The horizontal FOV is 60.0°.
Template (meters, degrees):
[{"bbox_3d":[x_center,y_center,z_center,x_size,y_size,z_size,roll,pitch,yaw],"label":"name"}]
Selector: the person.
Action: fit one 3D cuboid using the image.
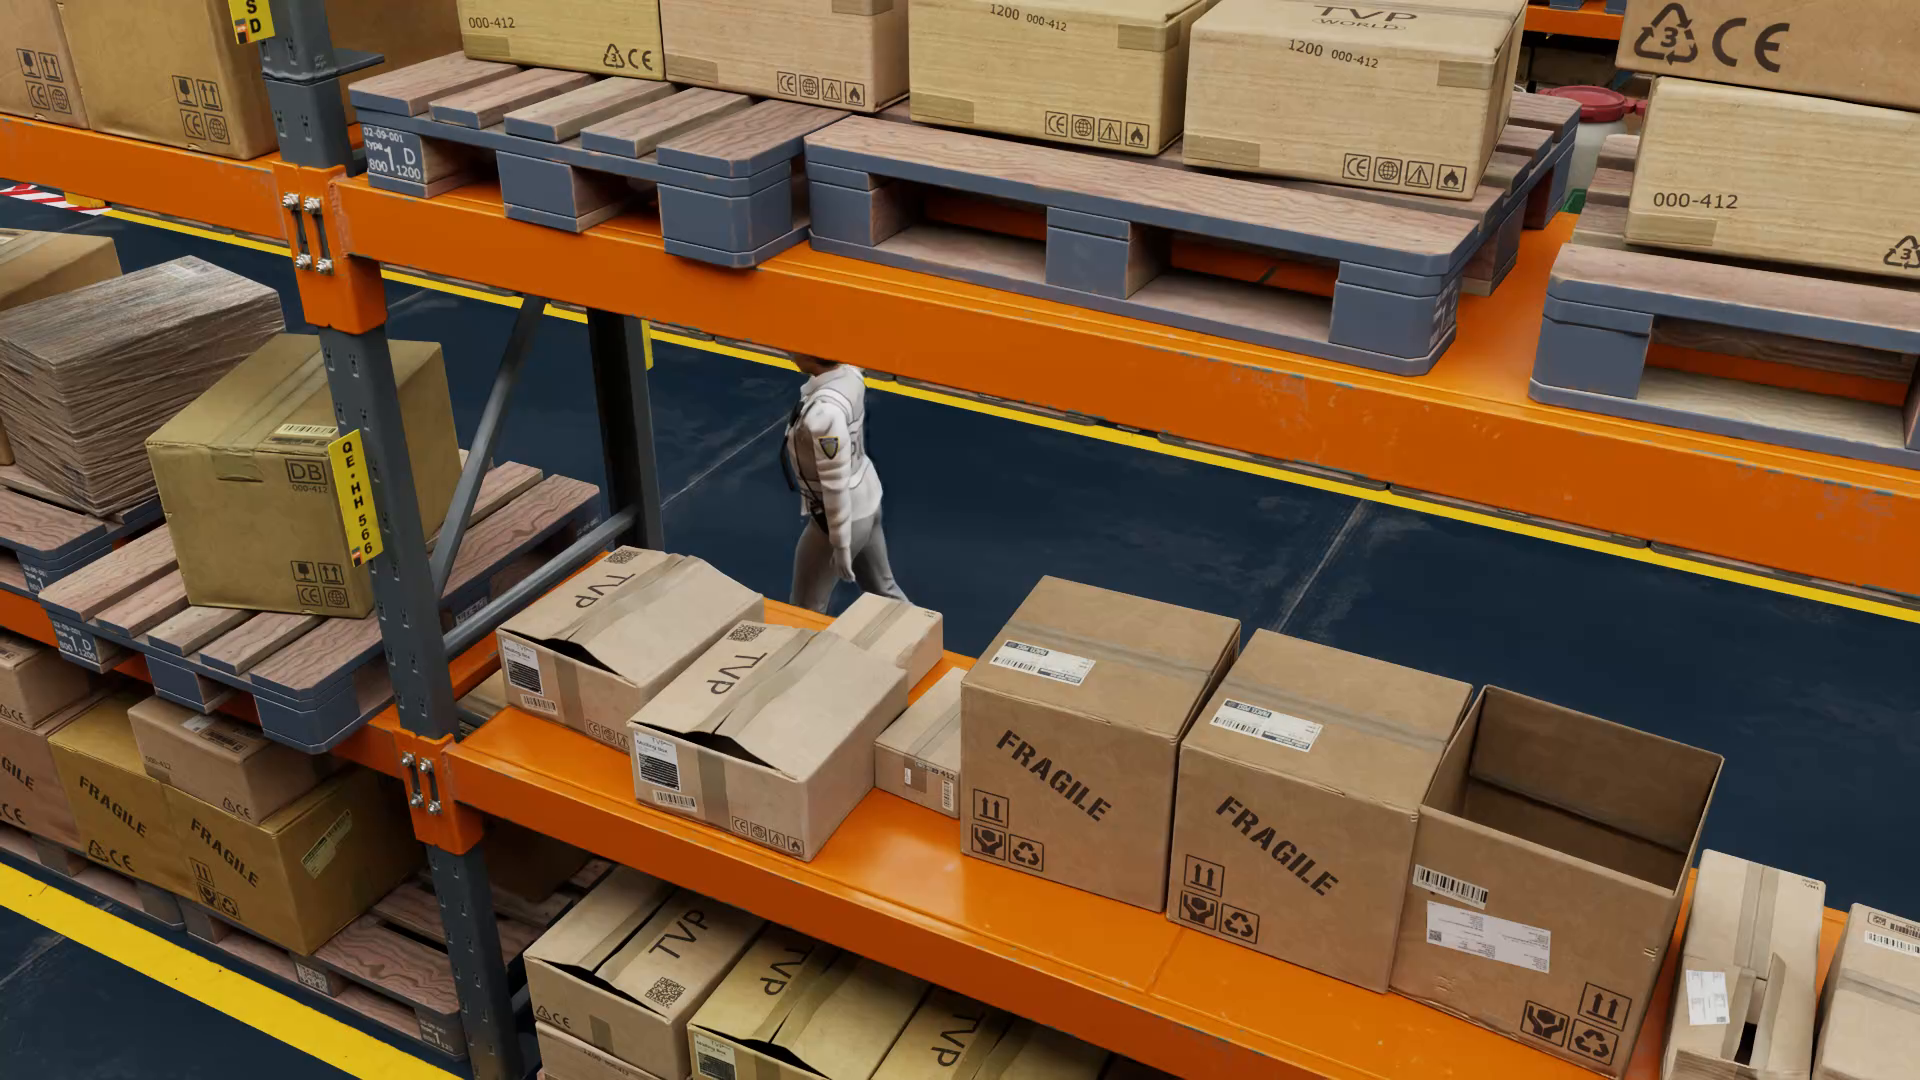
[{"bbox_3d":[-0.534,-0.099,6.282,0.837,1.623,0.554,5,31,8],"label":"person"}]
